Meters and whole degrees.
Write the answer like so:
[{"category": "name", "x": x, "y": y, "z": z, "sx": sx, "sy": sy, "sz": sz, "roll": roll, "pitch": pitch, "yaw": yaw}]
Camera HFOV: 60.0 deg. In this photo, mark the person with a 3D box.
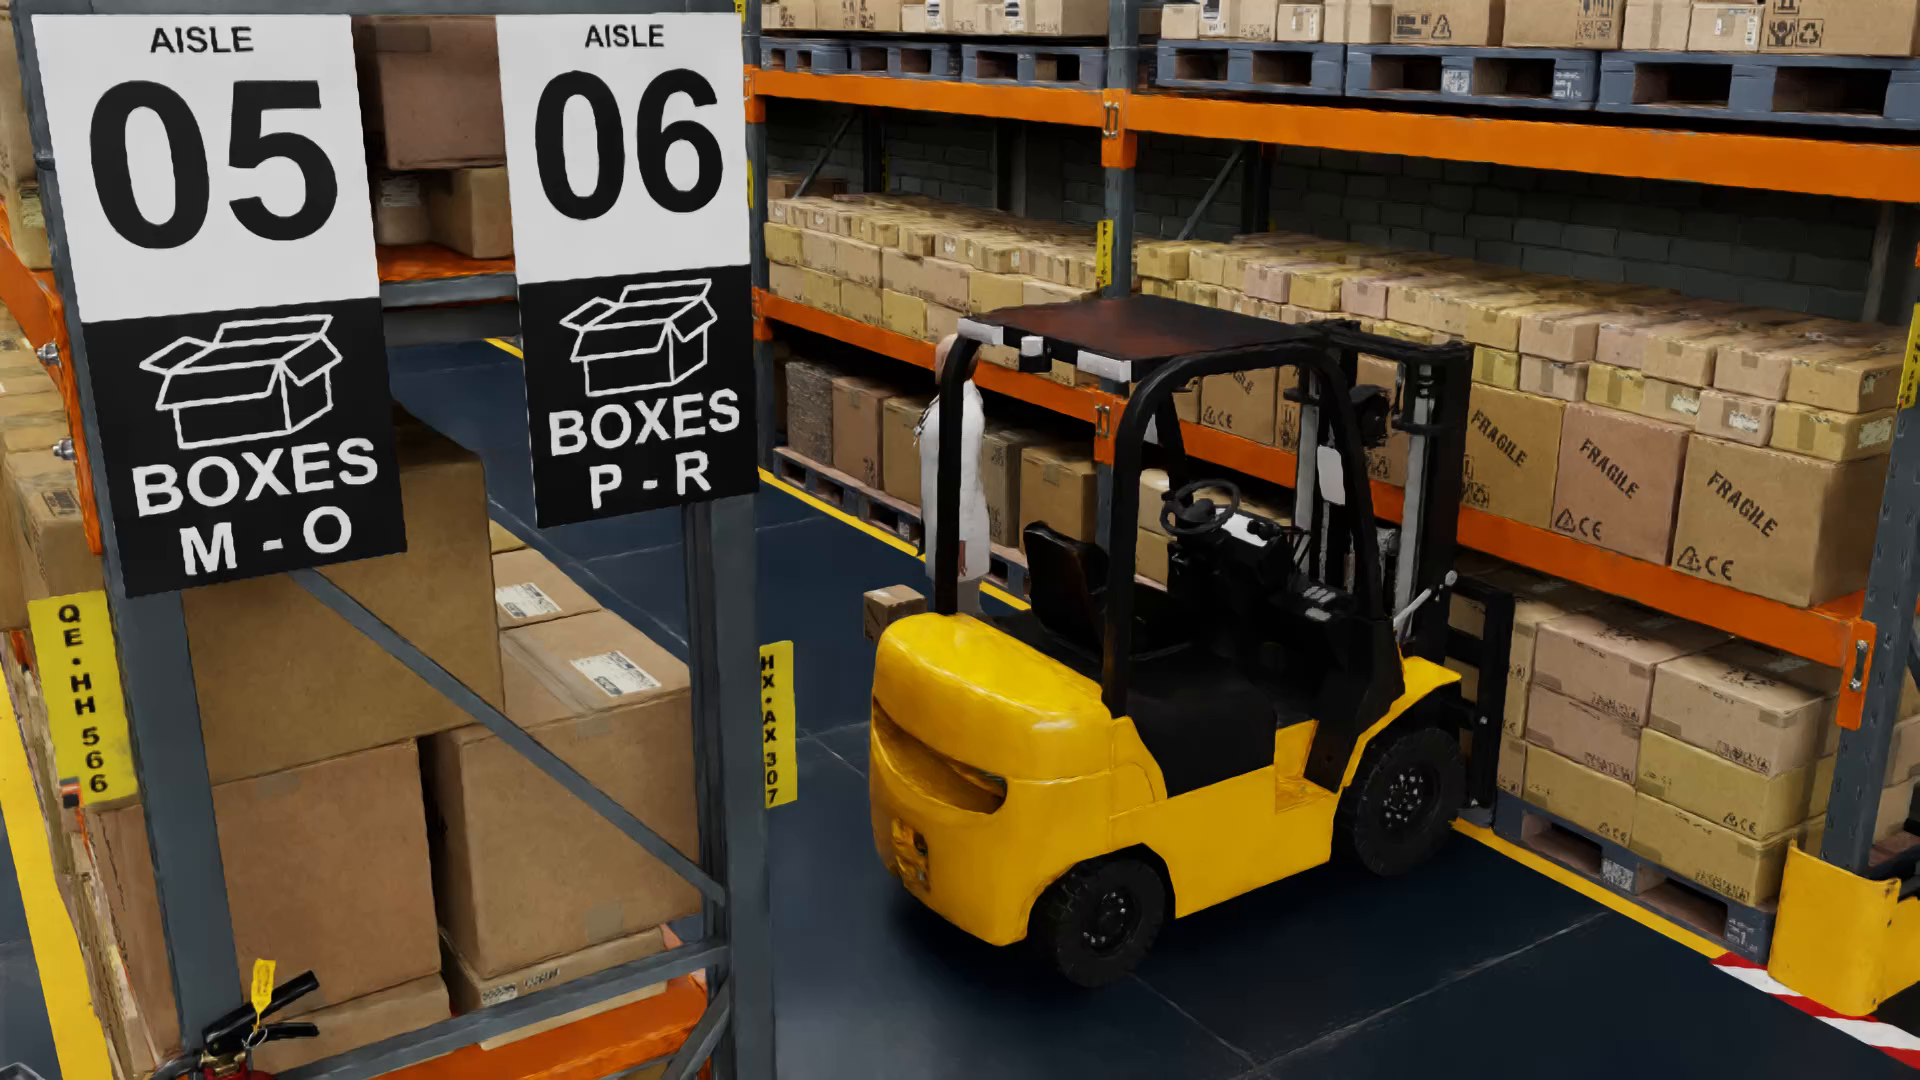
[{"category": "person", "x": -0.034, "y": -0.078, "z": 7.751, "sx": 0.375, "sy": 1.781, "sz": 0.646, "roll": -2, "pitch": 18, "yaw": -5}]
